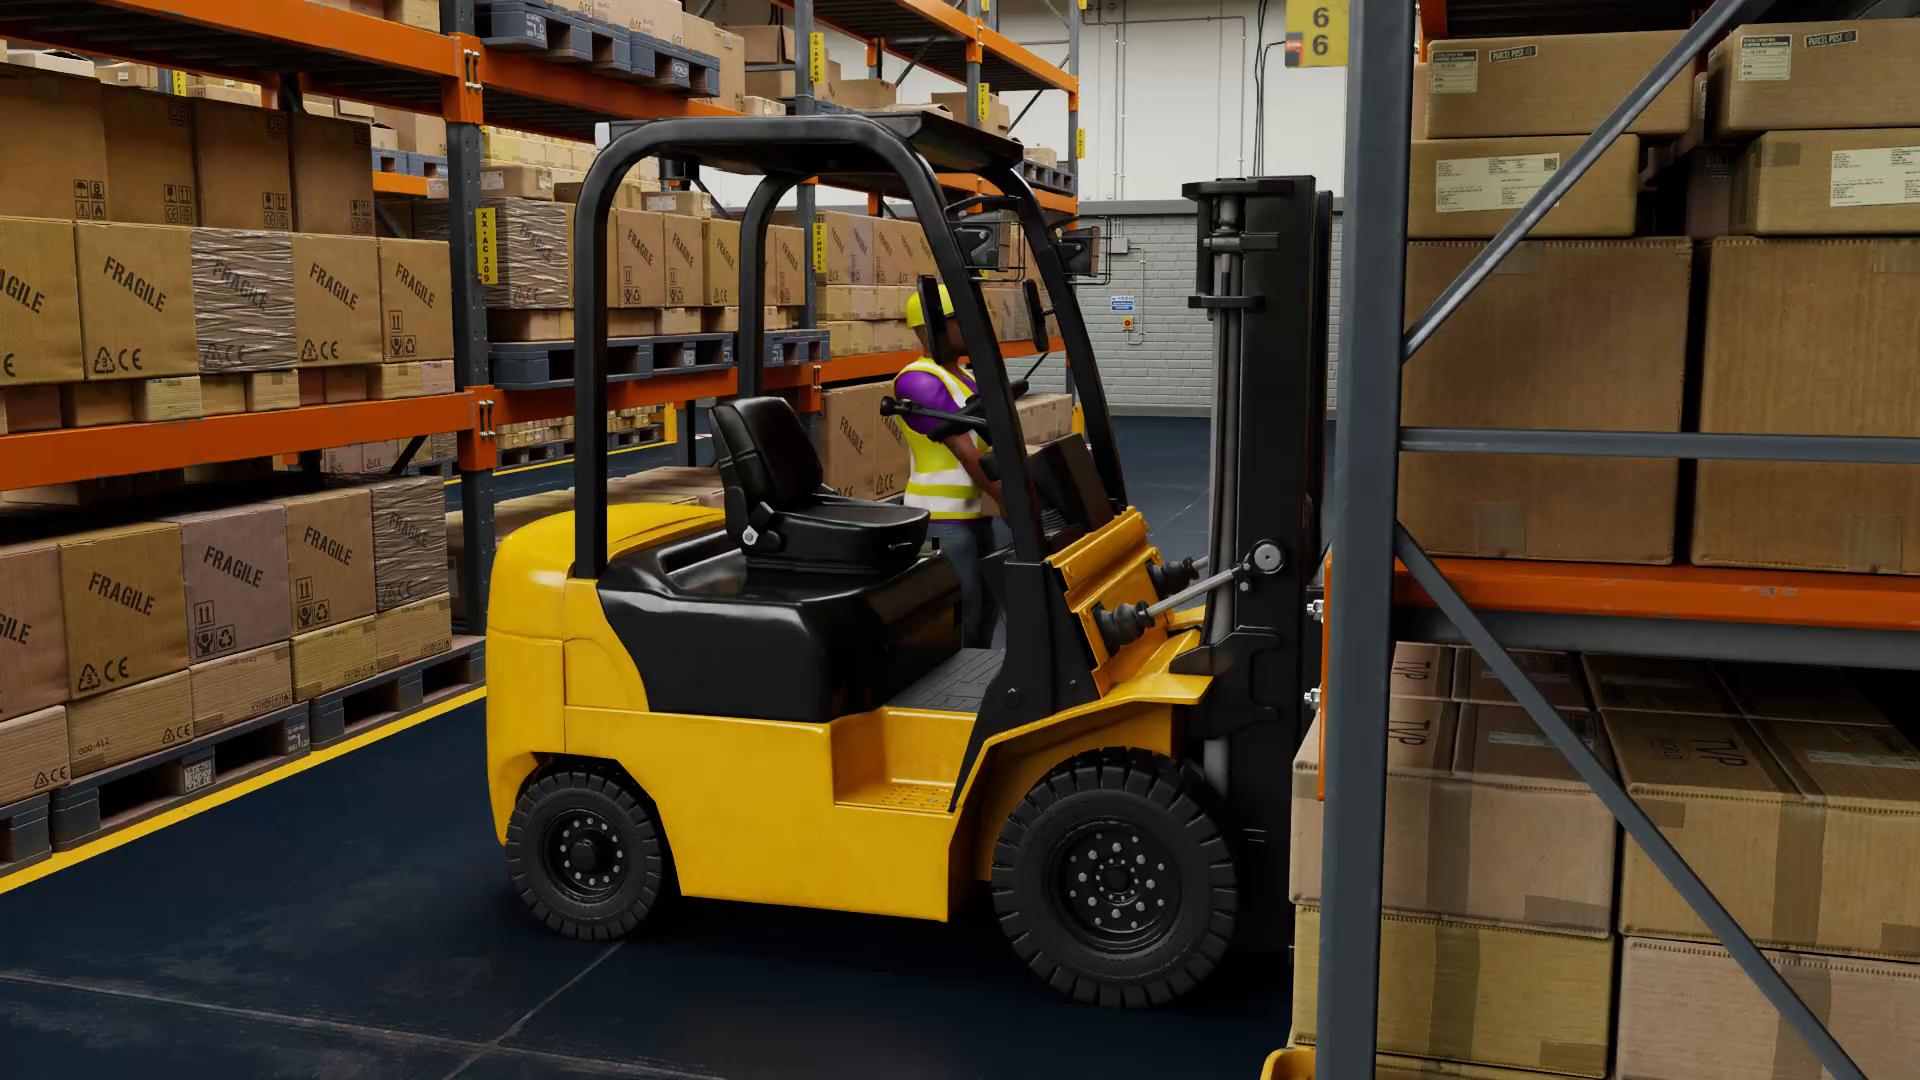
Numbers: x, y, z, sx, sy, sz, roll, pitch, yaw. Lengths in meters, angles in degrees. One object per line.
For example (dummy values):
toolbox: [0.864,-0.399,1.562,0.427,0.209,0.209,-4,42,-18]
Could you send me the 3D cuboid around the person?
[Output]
person: [0.067,-0.070,6.254,0.577,1.761,0.502,2,9,16]
